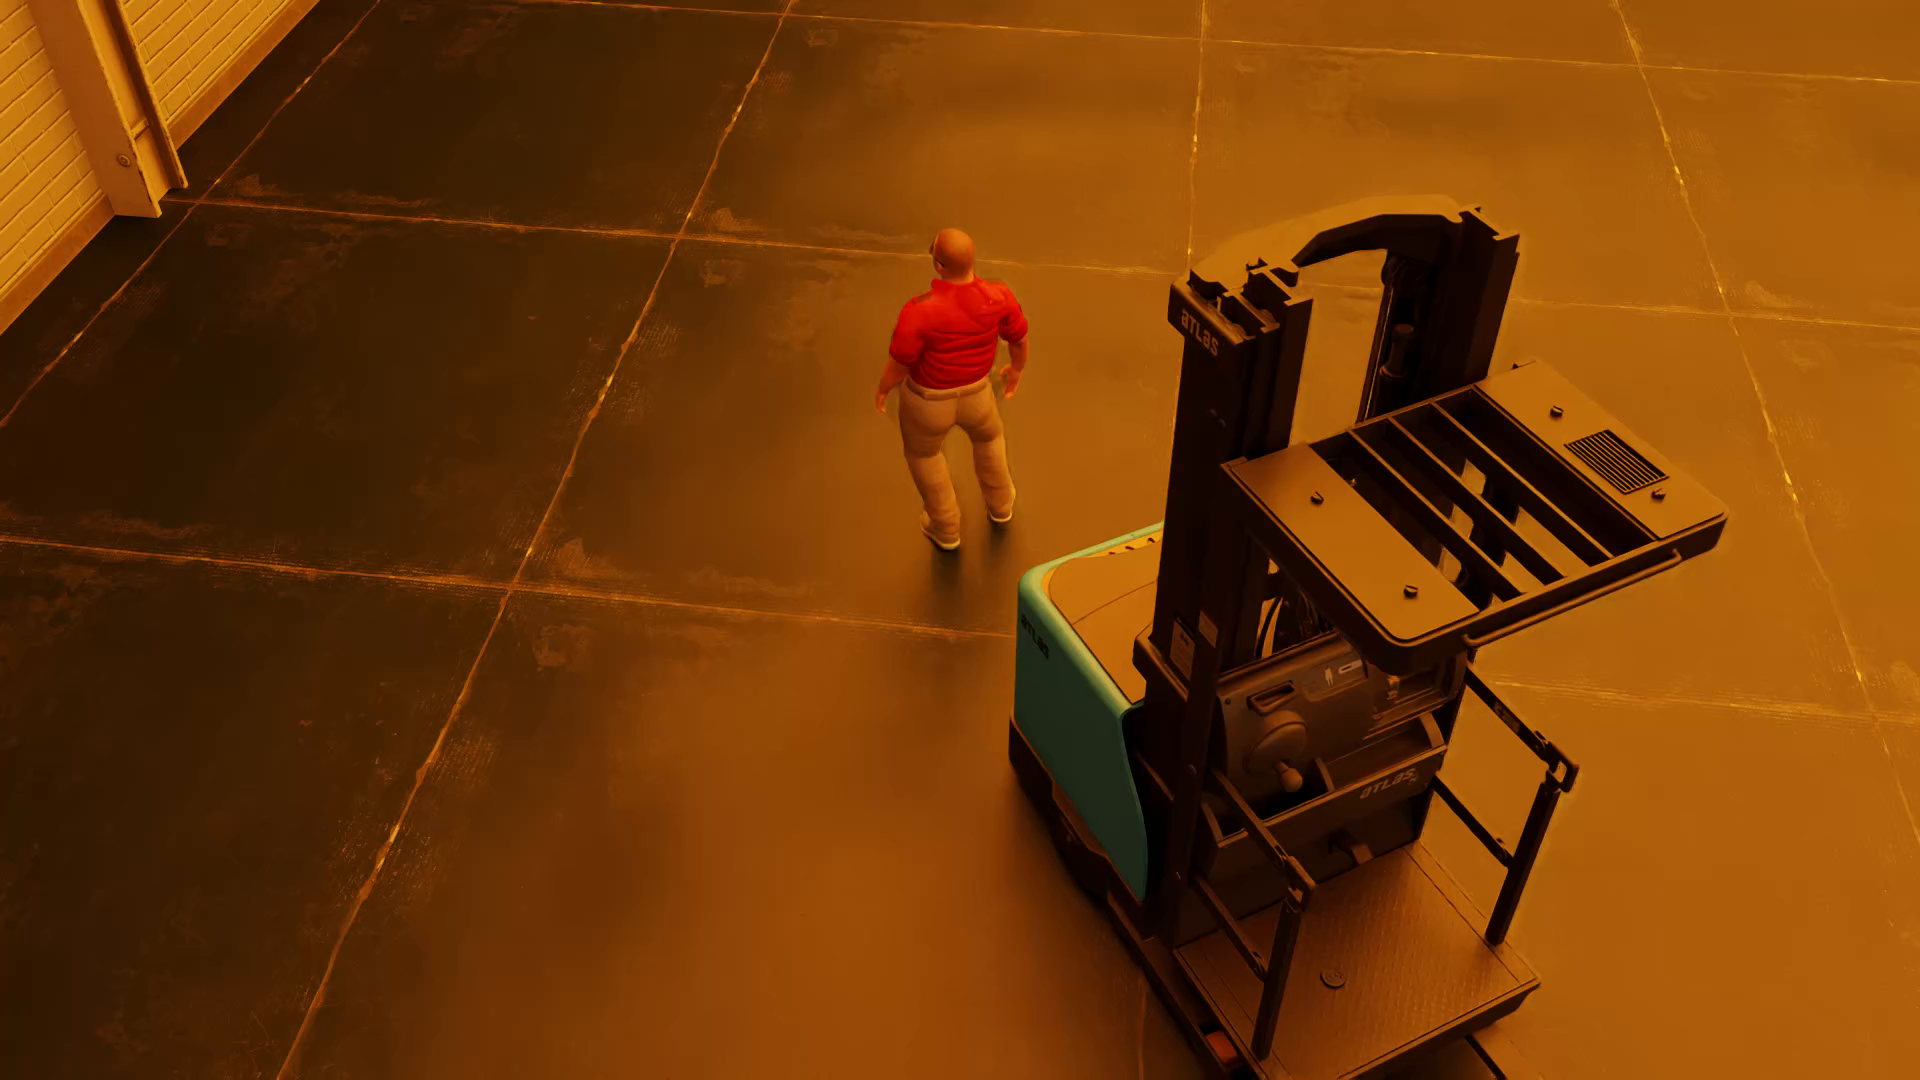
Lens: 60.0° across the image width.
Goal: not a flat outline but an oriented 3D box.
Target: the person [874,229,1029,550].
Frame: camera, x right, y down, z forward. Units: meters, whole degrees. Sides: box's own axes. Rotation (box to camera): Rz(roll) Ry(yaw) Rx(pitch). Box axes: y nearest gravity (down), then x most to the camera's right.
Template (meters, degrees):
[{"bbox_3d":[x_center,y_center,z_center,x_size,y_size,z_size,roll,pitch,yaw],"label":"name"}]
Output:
[{"bbox_3d":[-0.019,-0.688,7.400,0.726,1.711,0.461,-15,45,-16],"label":"person"}]

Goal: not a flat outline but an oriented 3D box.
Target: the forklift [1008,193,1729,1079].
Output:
[{"bbox_3d":[1.313,0.574,5.099,1.130,2.935,3.031,-19,46,-19],"label":"forklift"}]
